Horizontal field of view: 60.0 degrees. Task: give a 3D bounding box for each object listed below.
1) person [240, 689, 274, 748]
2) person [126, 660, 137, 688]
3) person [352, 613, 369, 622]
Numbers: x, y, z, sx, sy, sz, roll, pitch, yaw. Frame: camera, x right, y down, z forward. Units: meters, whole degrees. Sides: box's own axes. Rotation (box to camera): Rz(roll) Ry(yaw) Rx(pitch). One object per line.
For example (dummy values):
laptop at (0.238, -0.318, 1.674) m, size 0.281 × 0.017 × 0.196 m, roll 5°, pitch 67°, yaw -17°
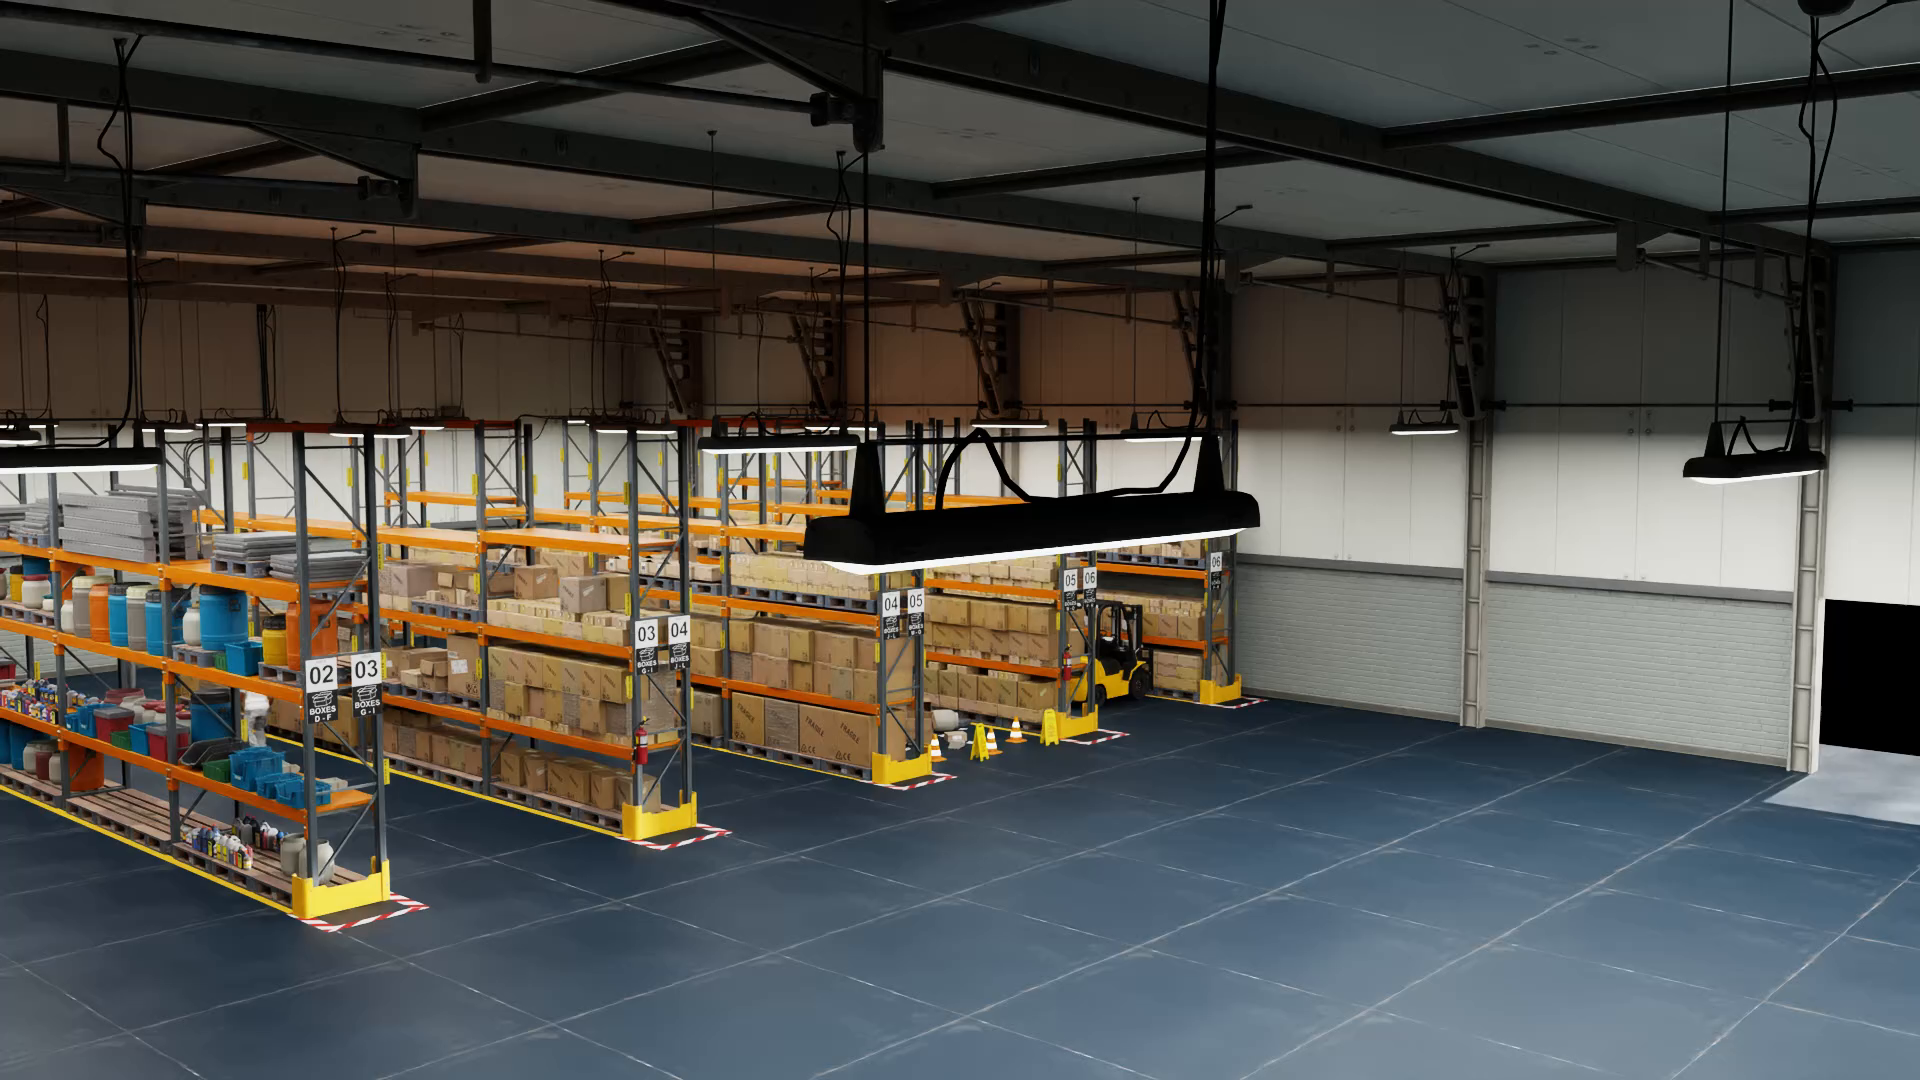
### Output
person at (-12.489, 3.040, 29.592) m, size 0.610 × 1.756 × 0.705 m, roll -5°, pitch 7°, yaw -45°
person at (-18.308, 2.557, 36.608) m, size 0.418 × 1.545 × 1.113 m, roll -3°, pitch 5°, yaw -30°
person at (-14.161, 2.258, 39.472) m, size 0.571 × 1.695 × 0.945 m, roll -1°, pitch 5°, yaw -10°
